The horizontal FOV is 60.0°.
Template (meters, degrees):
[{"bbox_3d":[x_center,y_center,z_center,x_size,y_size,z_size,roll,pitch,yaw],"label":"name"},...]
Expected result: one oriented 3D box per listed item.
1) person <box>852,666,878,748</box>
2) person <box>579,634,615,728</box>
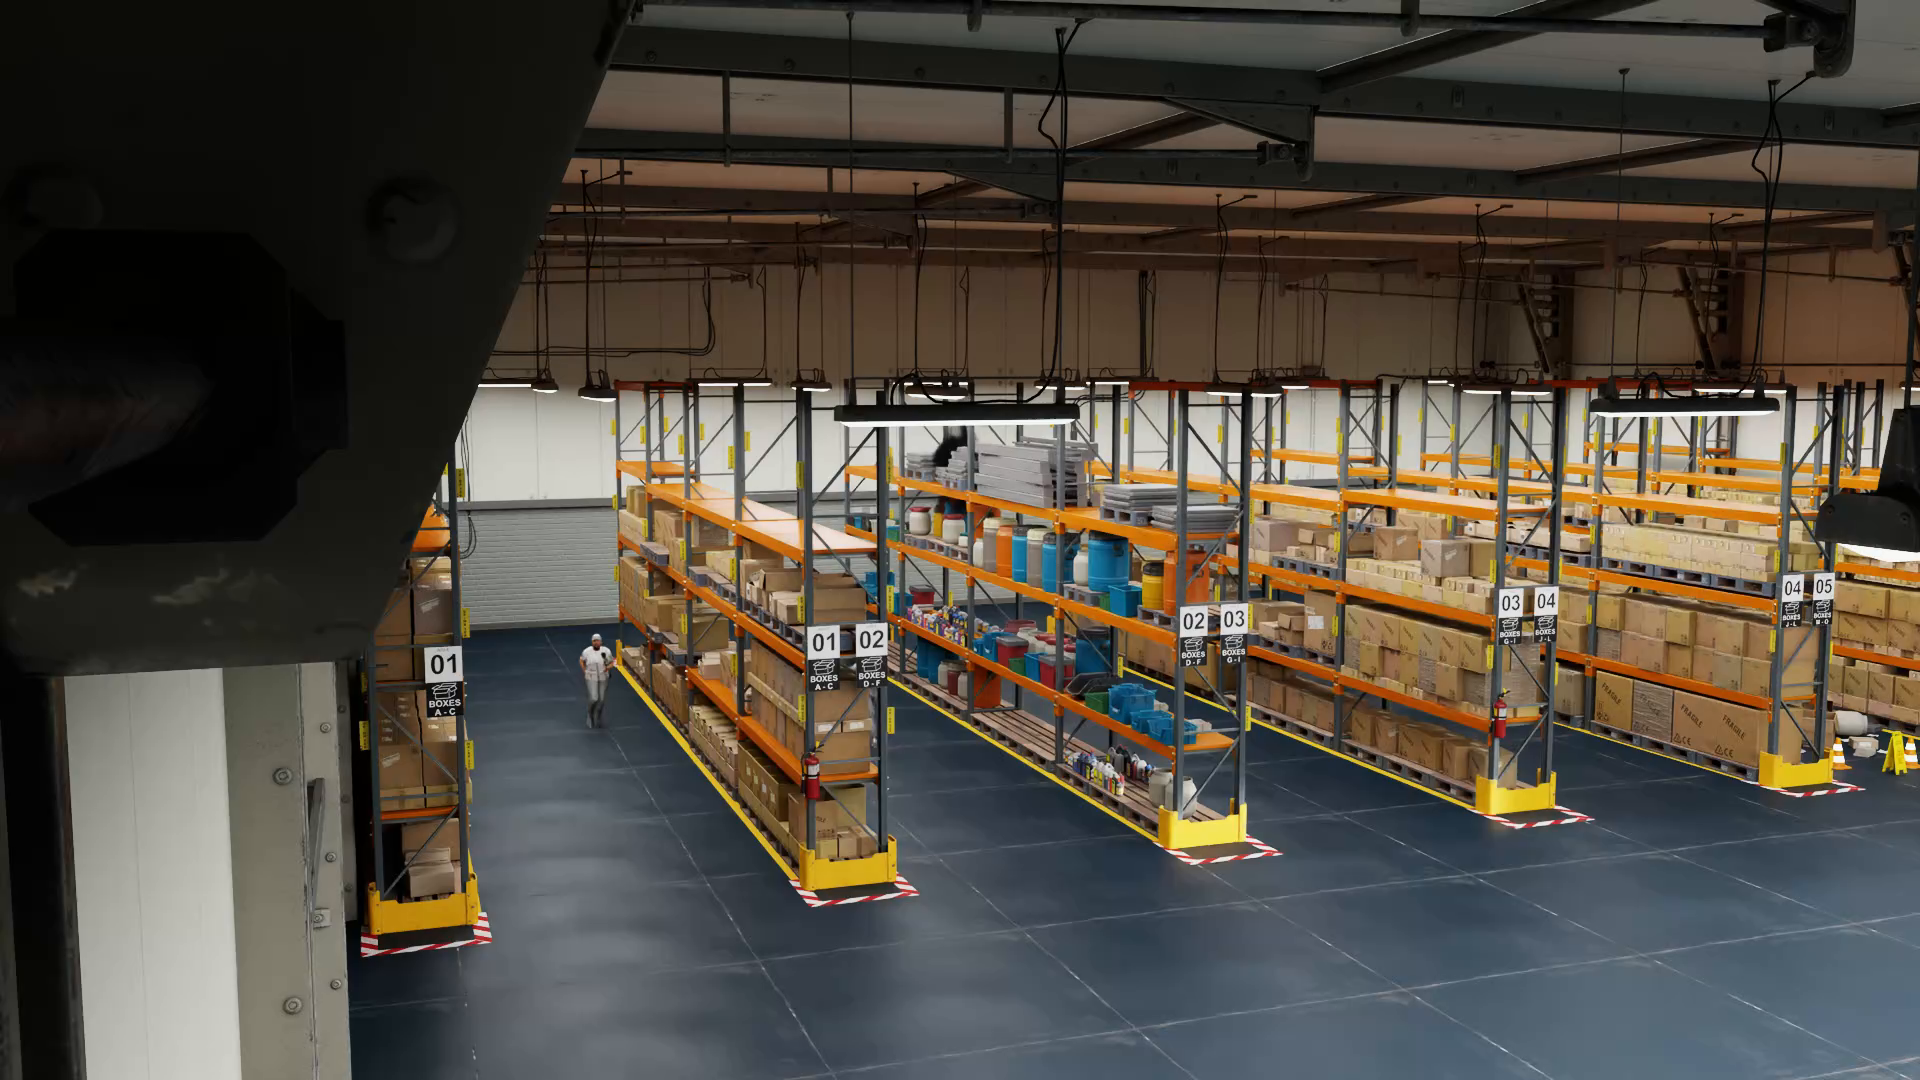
[{"bbox_3d":[-1.526,2.607,27.810,0.557,1.626,0.802,-2,6,-21],"label":"person"},{"bbox_3d":[-6.312,2.455,29.002,0.581,1.658,0.638,-2,6,-19],"label":"person"}]
